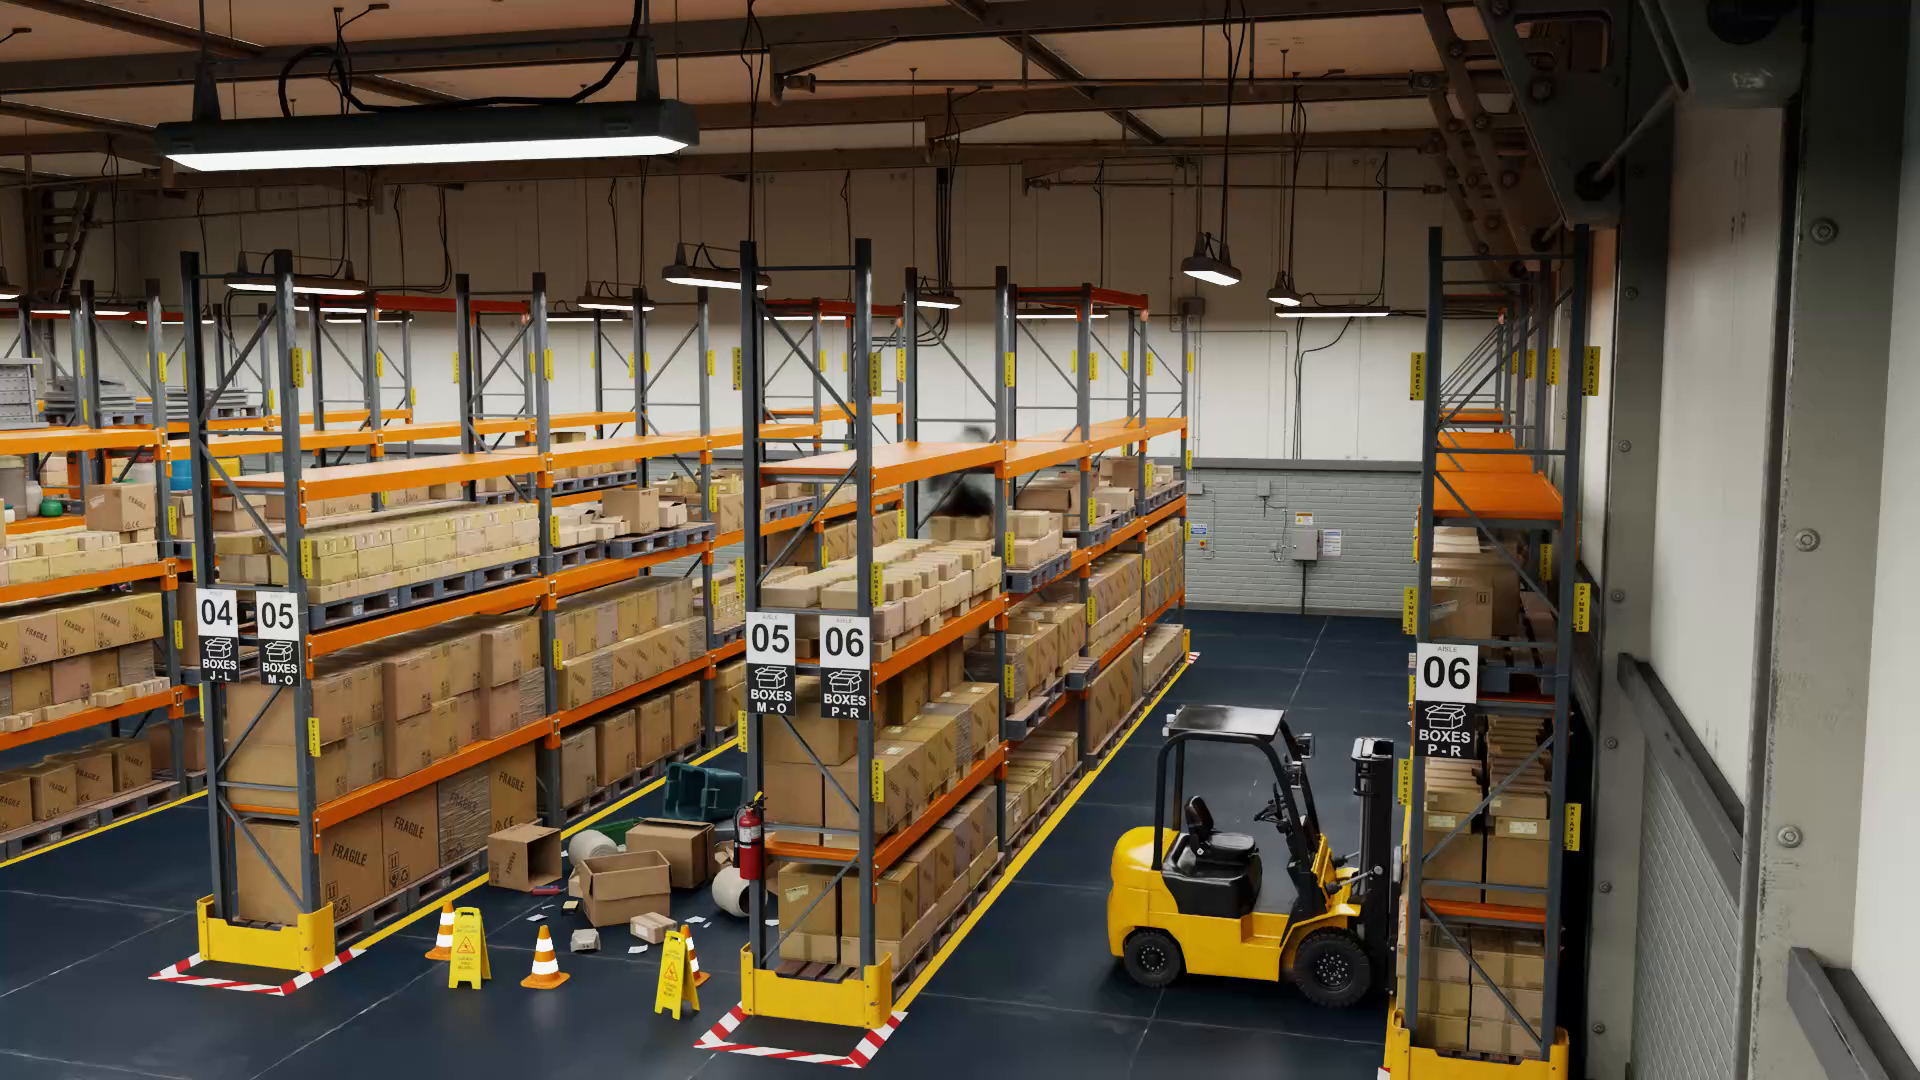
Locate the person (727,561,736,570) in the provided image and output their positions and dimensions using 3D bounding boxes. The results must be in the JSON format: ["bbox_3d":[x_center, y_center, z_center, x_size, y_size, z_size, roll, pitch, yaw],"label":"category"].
[{"bbox_3d":[-3.760,1.190,28.125,0.563,1.699,0.839,3,7,26],"label":"person"}]
